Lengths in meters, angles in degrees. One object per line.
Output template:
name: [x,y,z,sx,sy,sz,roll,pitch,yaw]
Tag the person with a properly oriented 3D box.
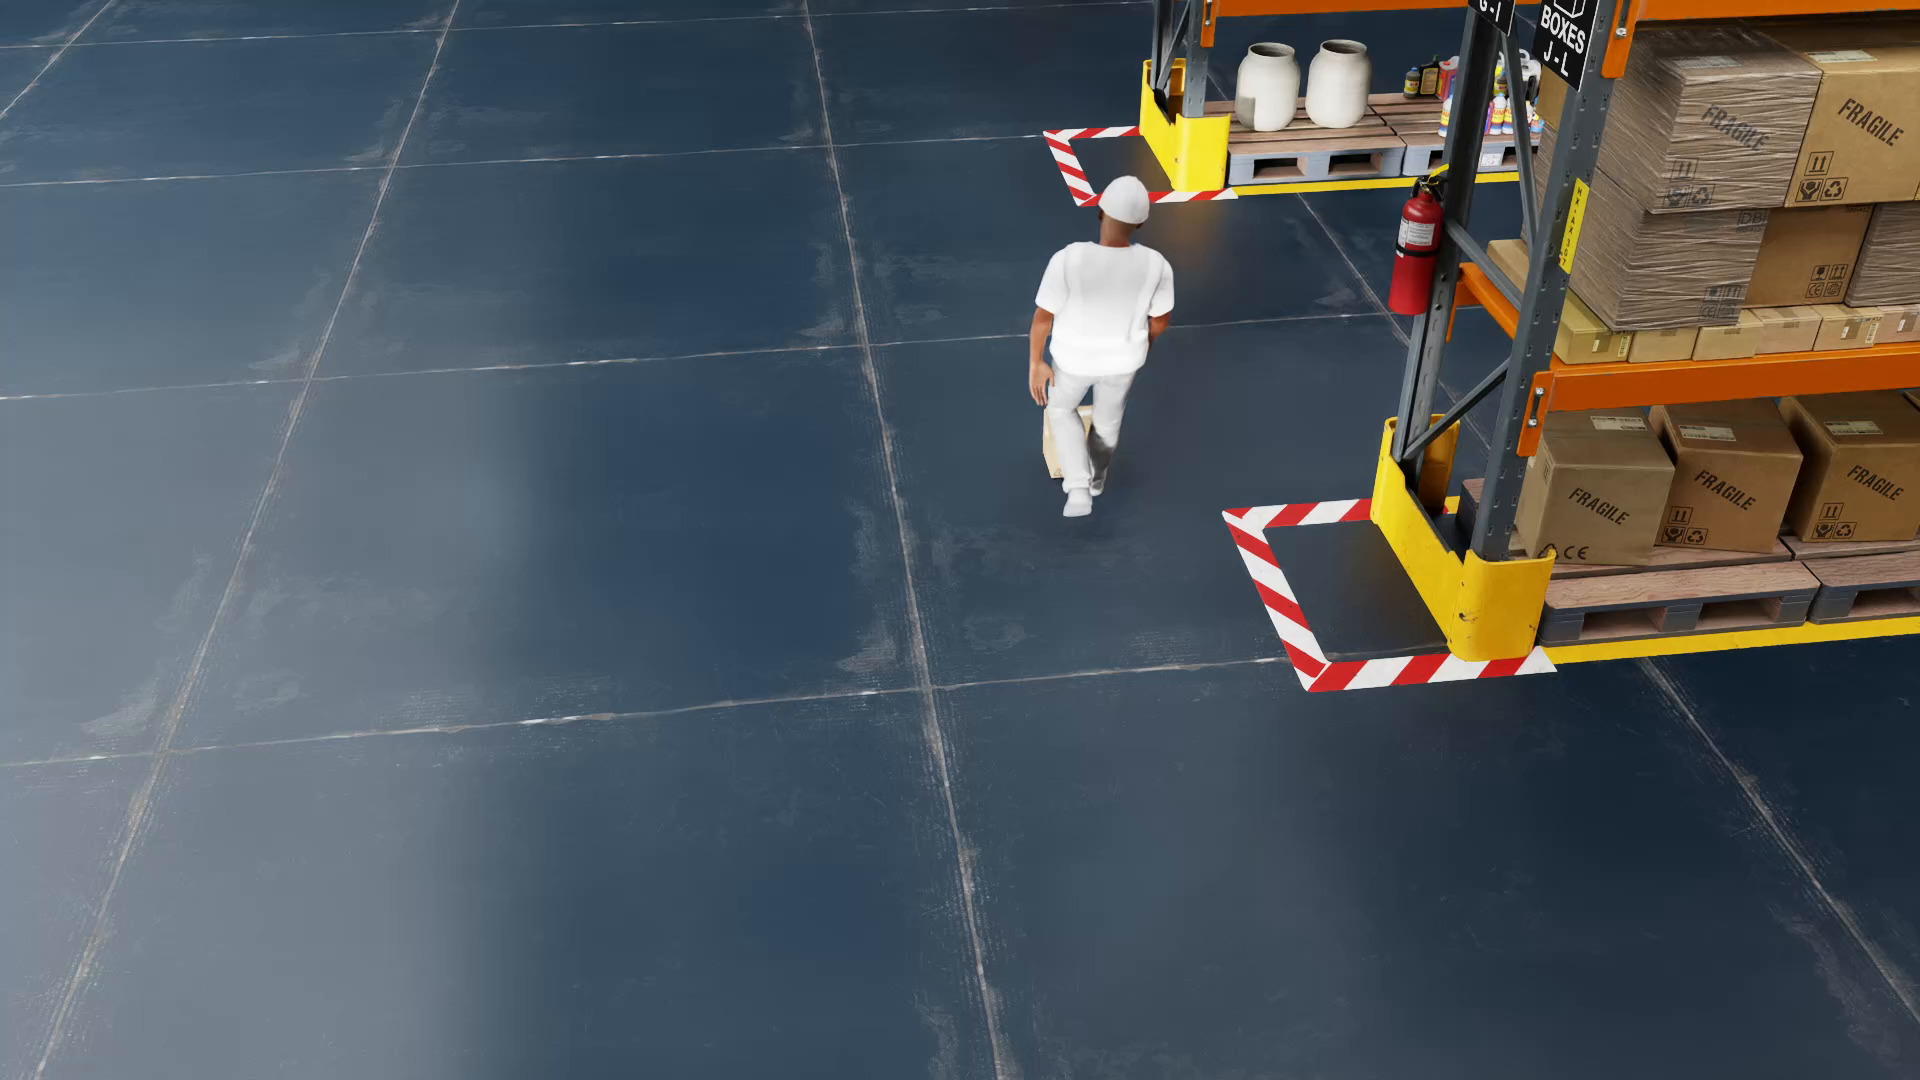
person: [0.605,-0.876,7.412,0.619,1.724,0.756,-1,35,-1]
